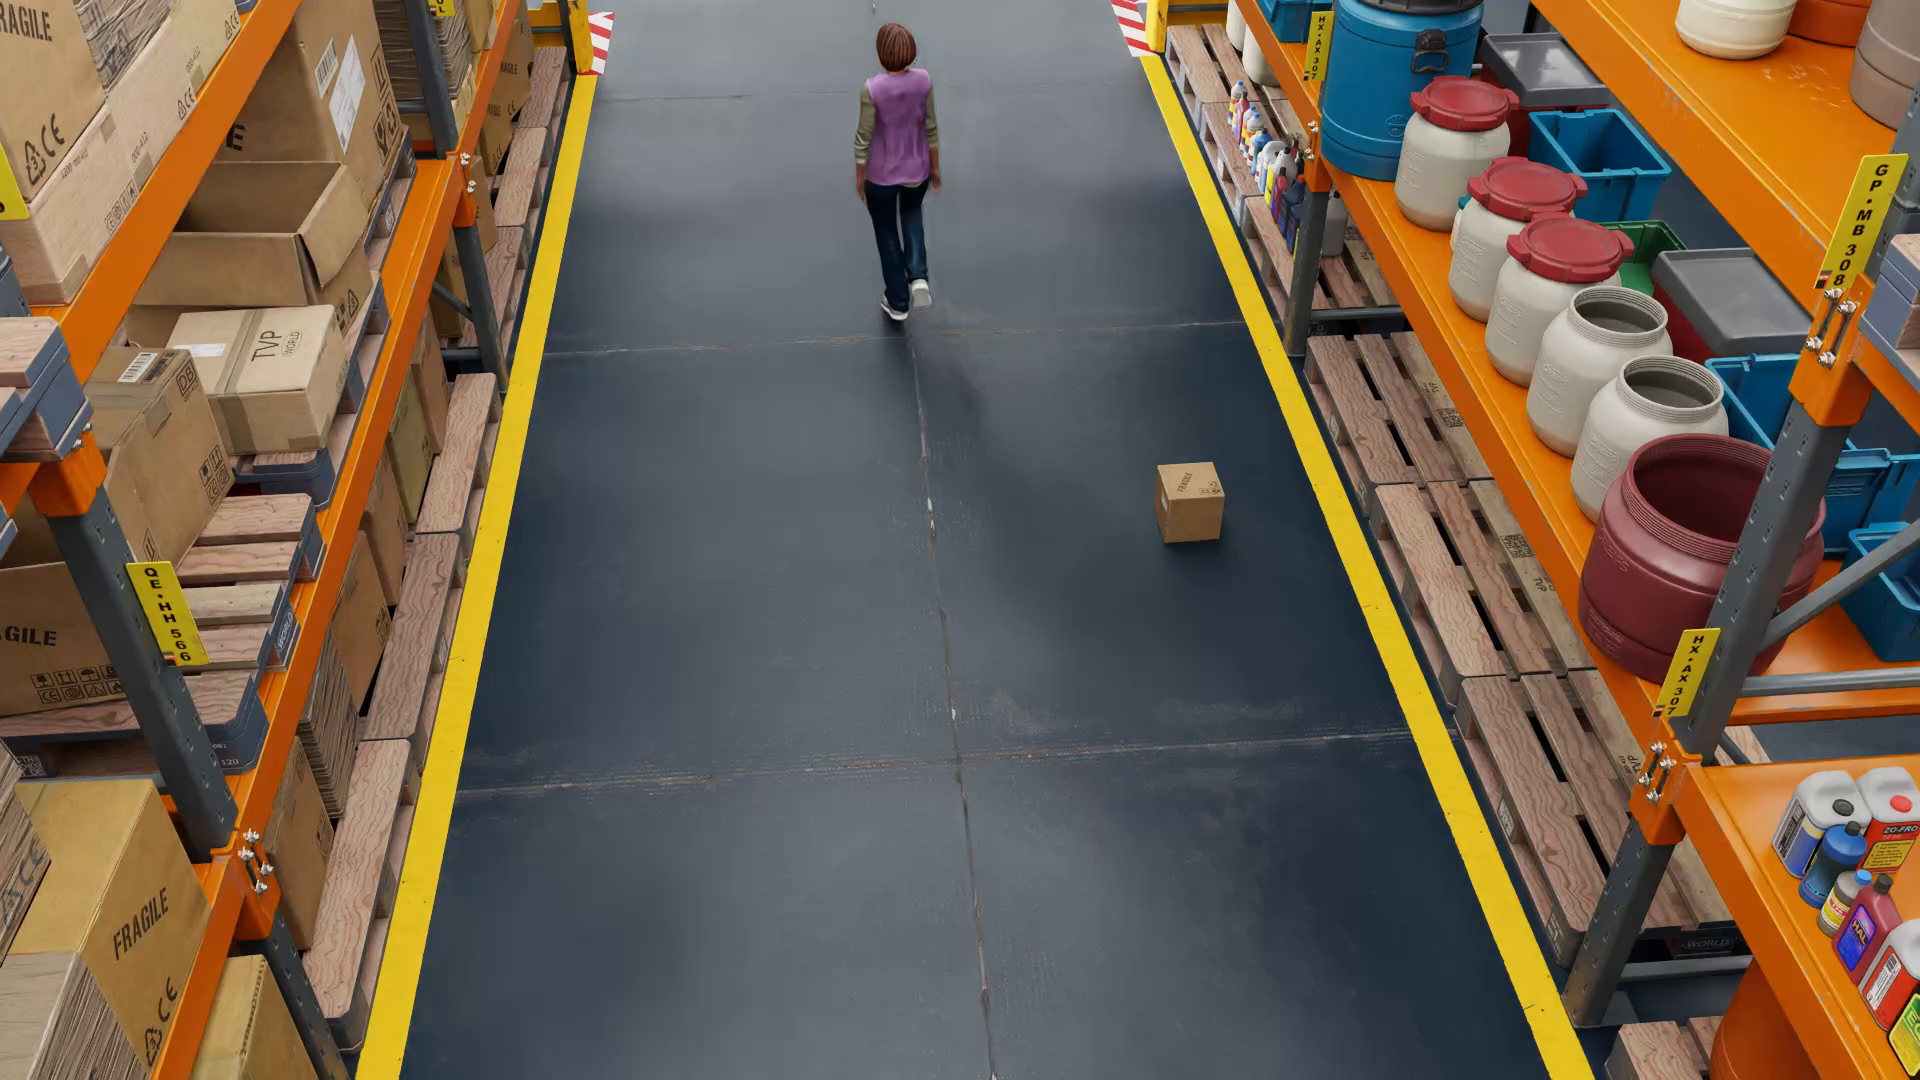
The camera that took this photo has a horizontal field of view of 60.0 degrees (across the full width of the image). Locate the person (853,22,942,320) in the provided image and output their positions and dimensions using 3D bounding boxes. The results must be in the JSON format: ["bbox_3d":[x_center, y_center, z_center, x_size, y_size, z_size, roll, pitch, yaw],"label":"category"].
[{"bbox_3d":[-0.319,-1.831,8.341,0.446,1.582,0.431,-14,42,-16],"label":"person"}]
